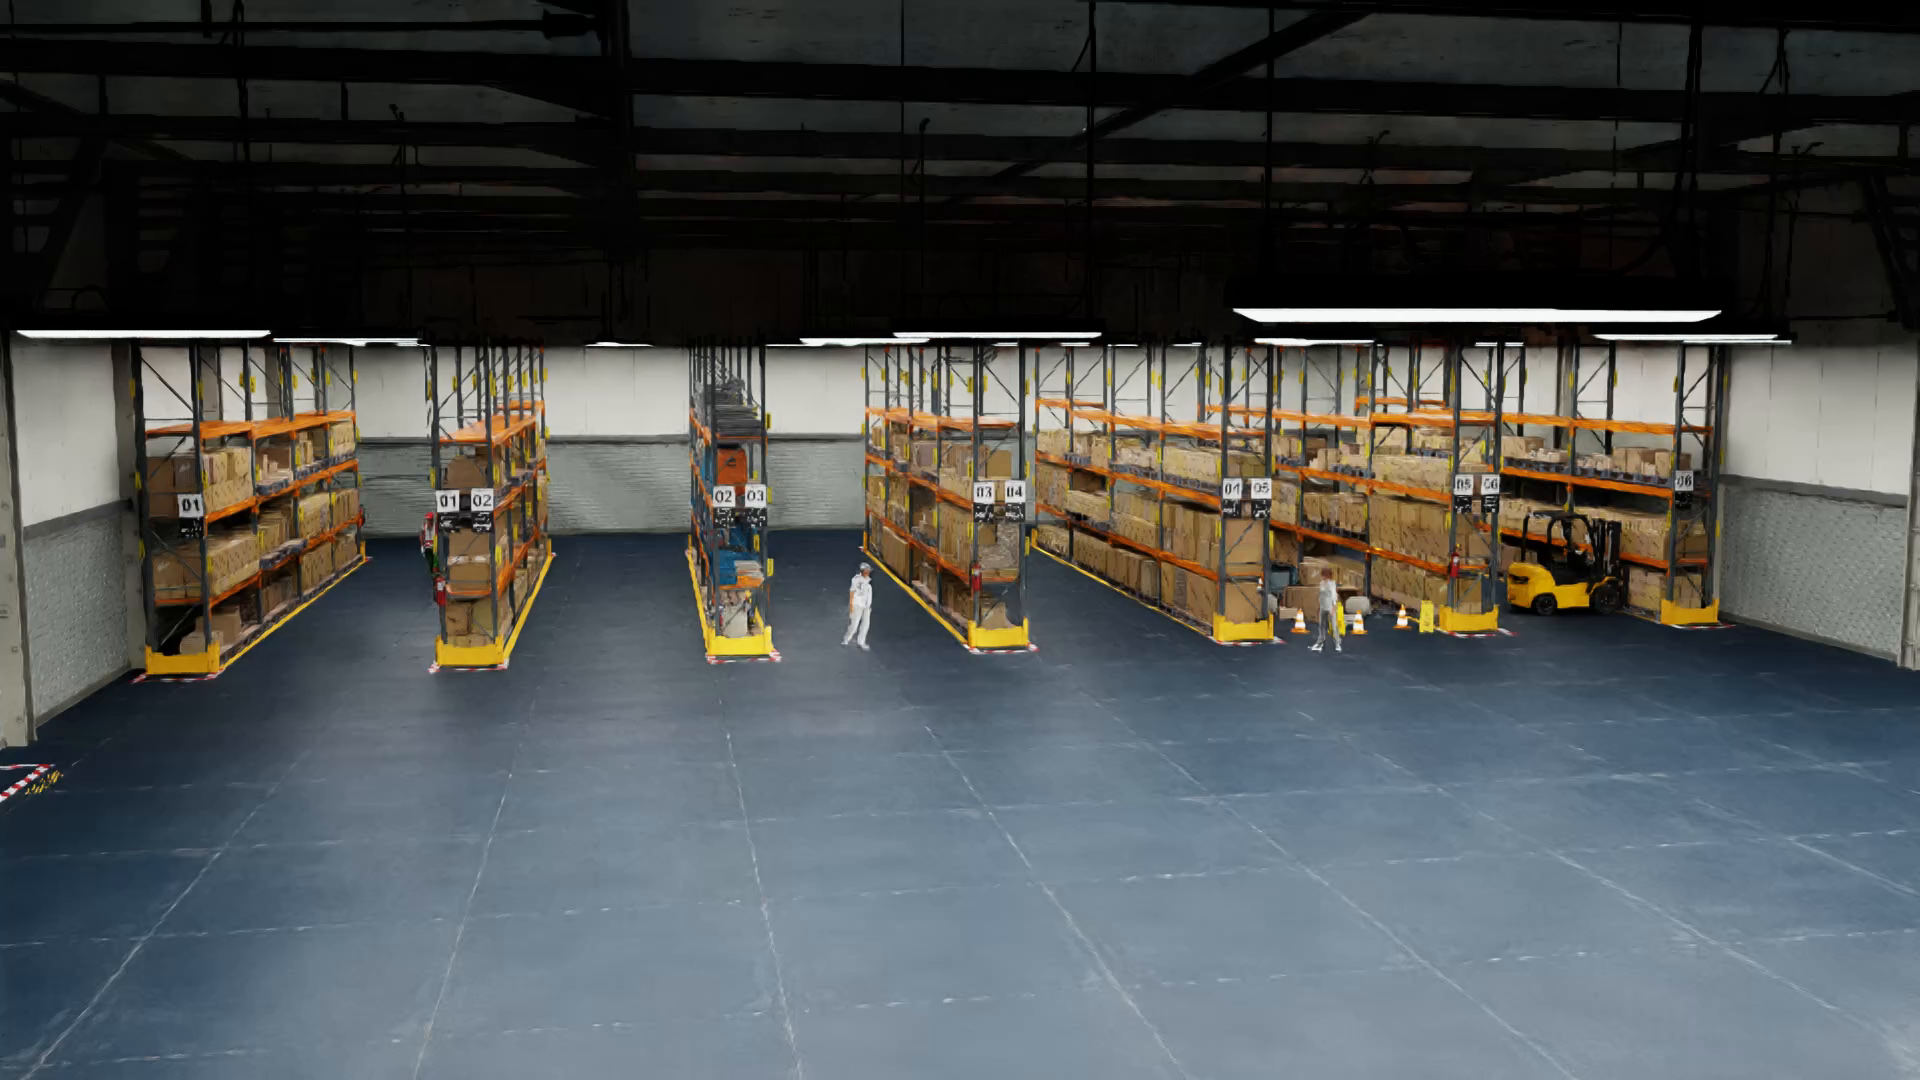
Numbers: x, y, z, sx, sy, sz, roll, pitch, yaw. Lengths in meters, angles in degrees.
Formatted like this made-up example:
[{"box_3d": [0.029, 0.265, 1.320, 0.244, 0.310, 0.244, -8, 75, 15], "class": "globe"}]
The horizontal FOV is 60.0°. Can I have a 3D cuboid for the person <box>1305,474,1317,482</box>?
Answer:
[{"box_3d": [11.413, -1.361, 54.061, 0.758, 1.771, 0.529, 6, 9, 44], "class": "person"}]

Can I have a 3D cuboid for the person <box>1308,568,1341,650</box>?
[{"box_3d": [6.984, 1.309, 31.658, 0.571, 1.583, 0.536, -4, 8, -30], "class": "person"}]

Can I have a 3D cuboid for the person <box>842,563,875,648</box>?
[{"box_3d": [-1.964, 1.252, 31.963, 0.590, 1.651, 0.551, 6, 9, 43], "class": "person"}]

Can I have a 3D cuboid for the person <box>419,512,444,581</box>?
[{"box_3d": [-13.106, 0.142, 41.208, 0.553, 1.709, 1.123, -1, 7, -9], "class": "person"}]
